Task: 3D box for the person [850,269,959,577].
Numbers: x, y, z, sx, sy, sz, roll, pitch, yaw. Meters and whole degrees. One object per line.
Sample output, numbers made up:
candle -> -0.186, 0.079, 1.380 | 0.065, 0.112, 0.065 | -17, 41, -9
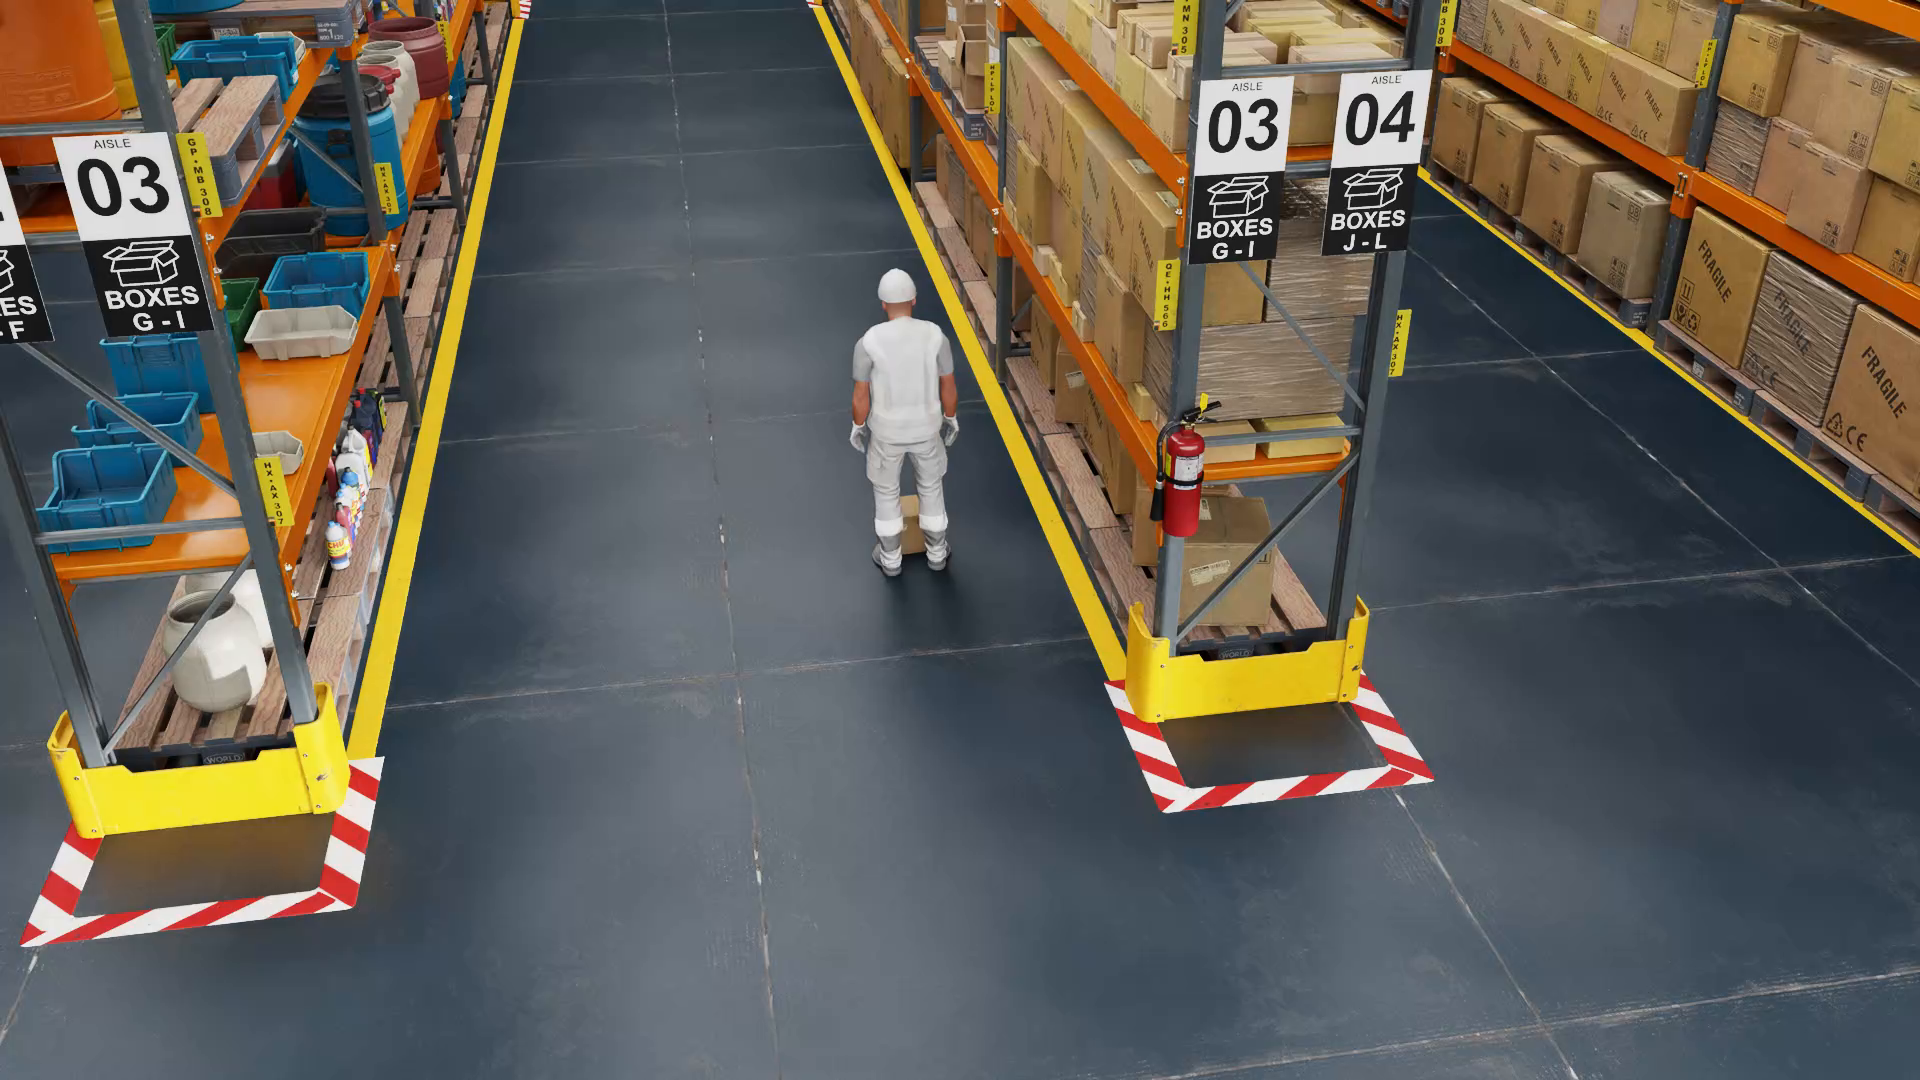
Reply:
person -> -0.301, -0.630, 9.197 | 0.604, 1.779, 0.449 | -5, 31, -9
